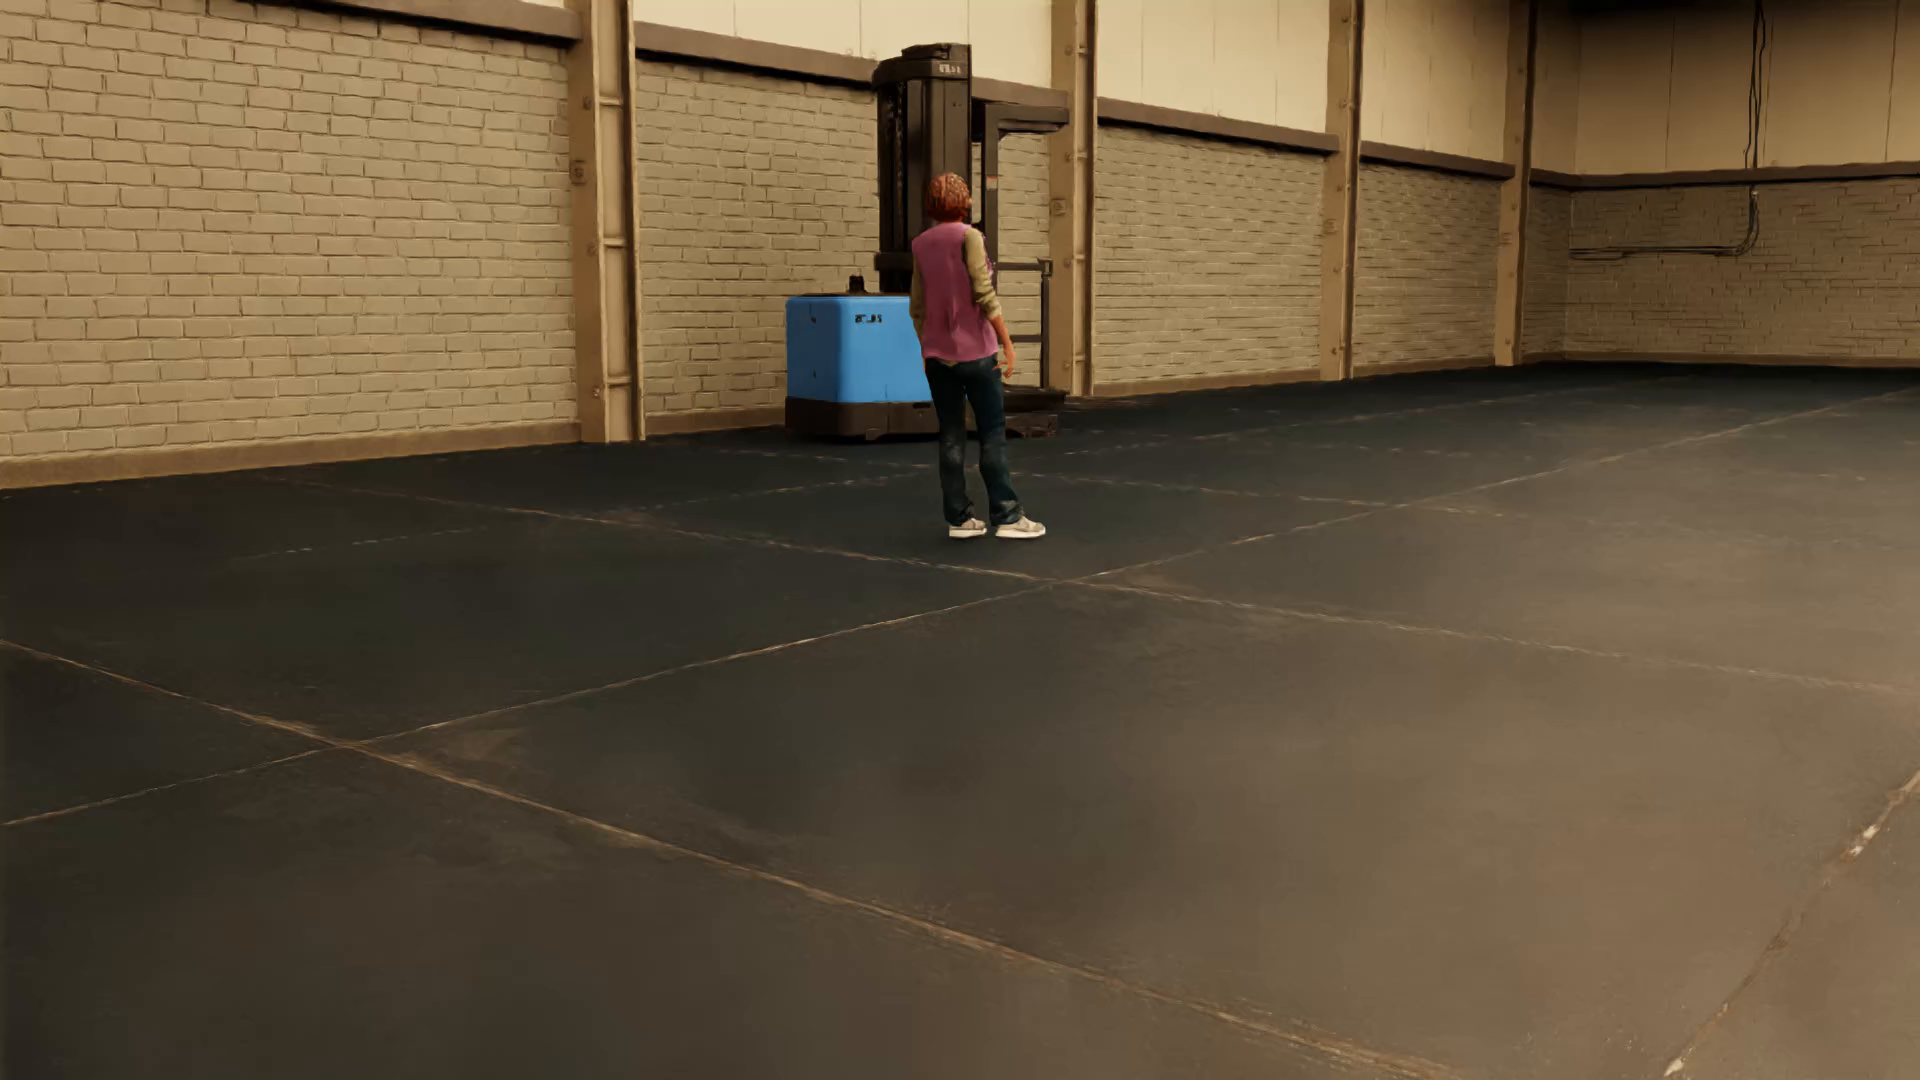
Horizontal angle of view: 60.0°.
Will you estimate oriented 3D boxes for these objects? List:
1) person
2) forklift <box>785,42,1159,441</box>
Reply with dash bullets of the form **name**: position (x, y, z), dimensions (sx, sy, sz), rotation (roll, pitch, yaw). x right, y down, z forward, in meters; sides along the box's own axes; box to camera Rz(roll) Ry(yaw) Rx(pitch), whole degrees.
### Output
- **person**: position (0.057, -0.804, 7.337), dimensions (0.520, 1.597, 0.474), rotation (7, 11, 38)
- **forklift**: position (0.176, -2.310, 13.065), dimensions (3.031, 2.935, 1.130), rotation (-5, 10, -31)
